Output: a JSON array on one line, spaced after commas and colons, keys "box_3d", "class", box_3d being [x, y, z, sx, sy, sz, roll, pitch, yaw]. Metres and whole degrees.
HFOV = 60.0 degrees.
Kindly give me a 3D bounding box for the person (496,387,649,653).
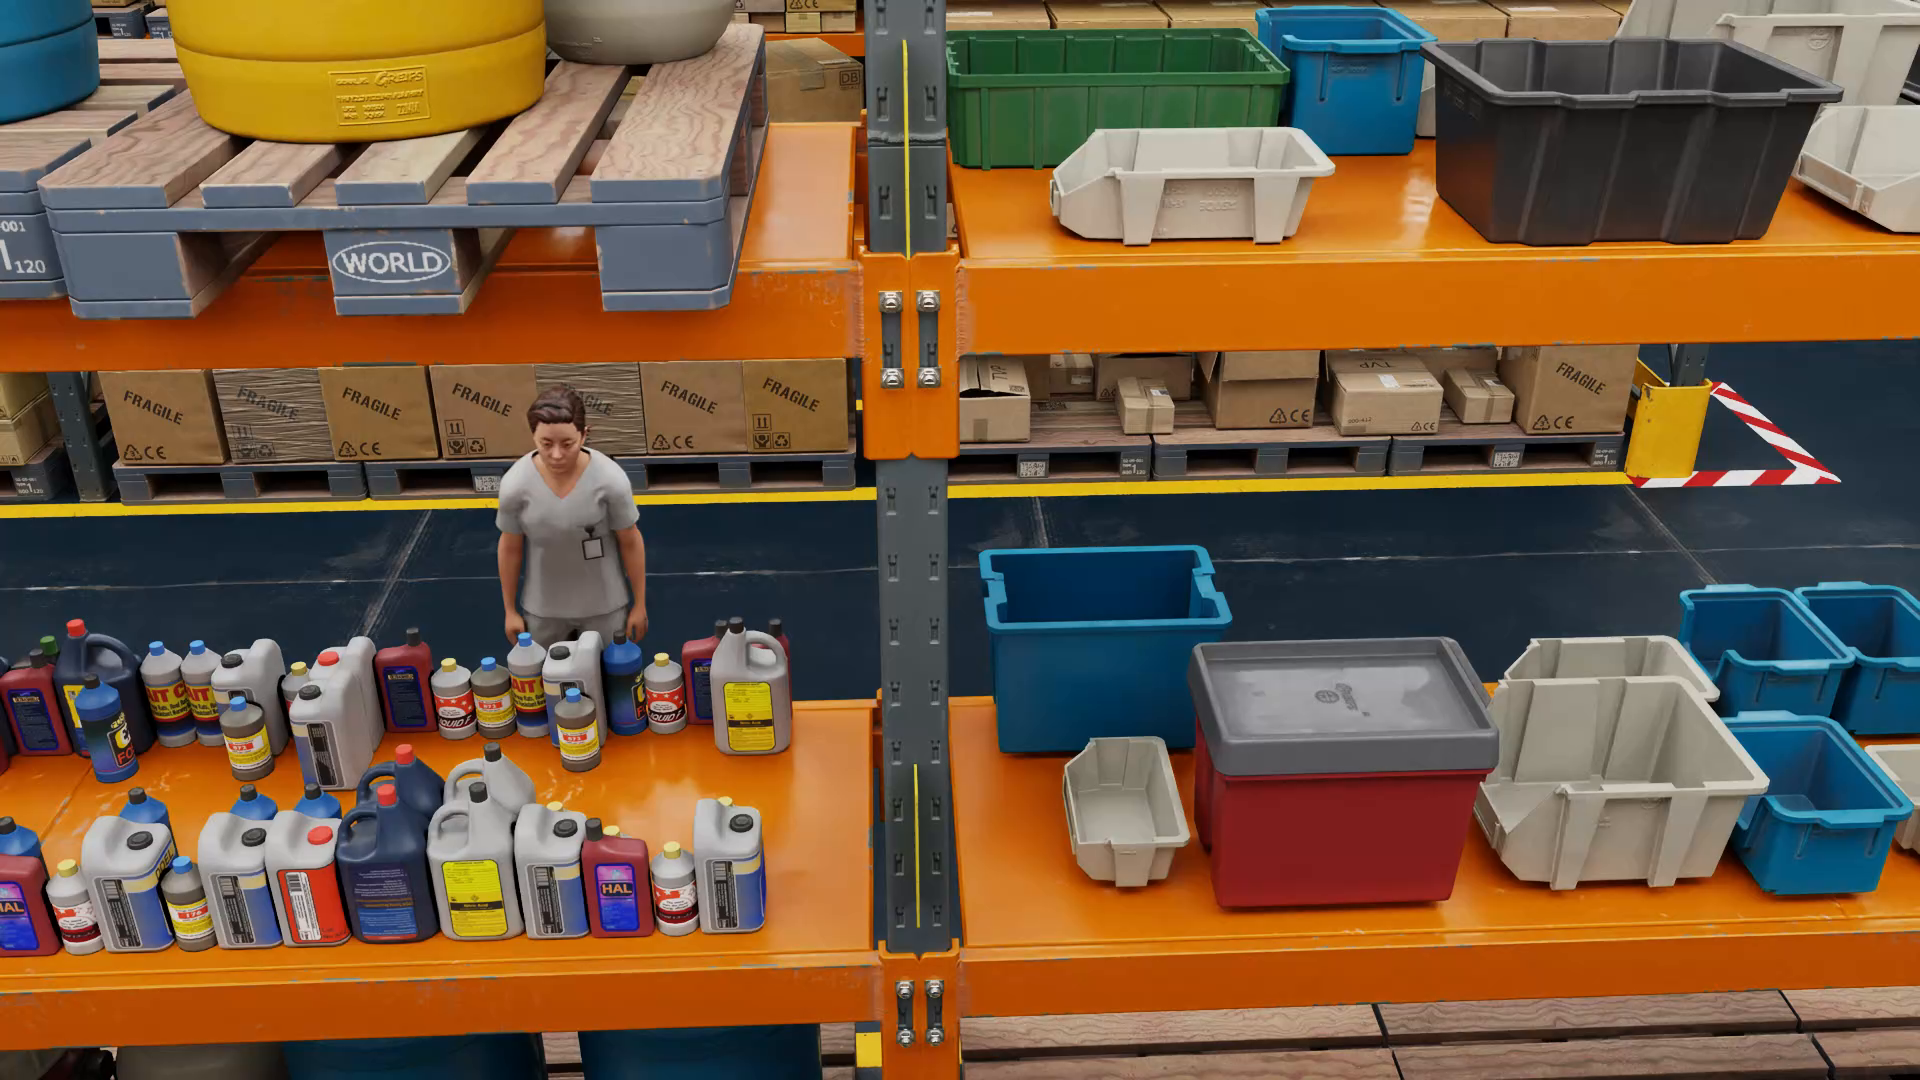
[{"box_3d": [-1.310, 0.275, 5.662, 0.504, 1.612, 0.362, -3, 28, -5], "class": "person"}]
